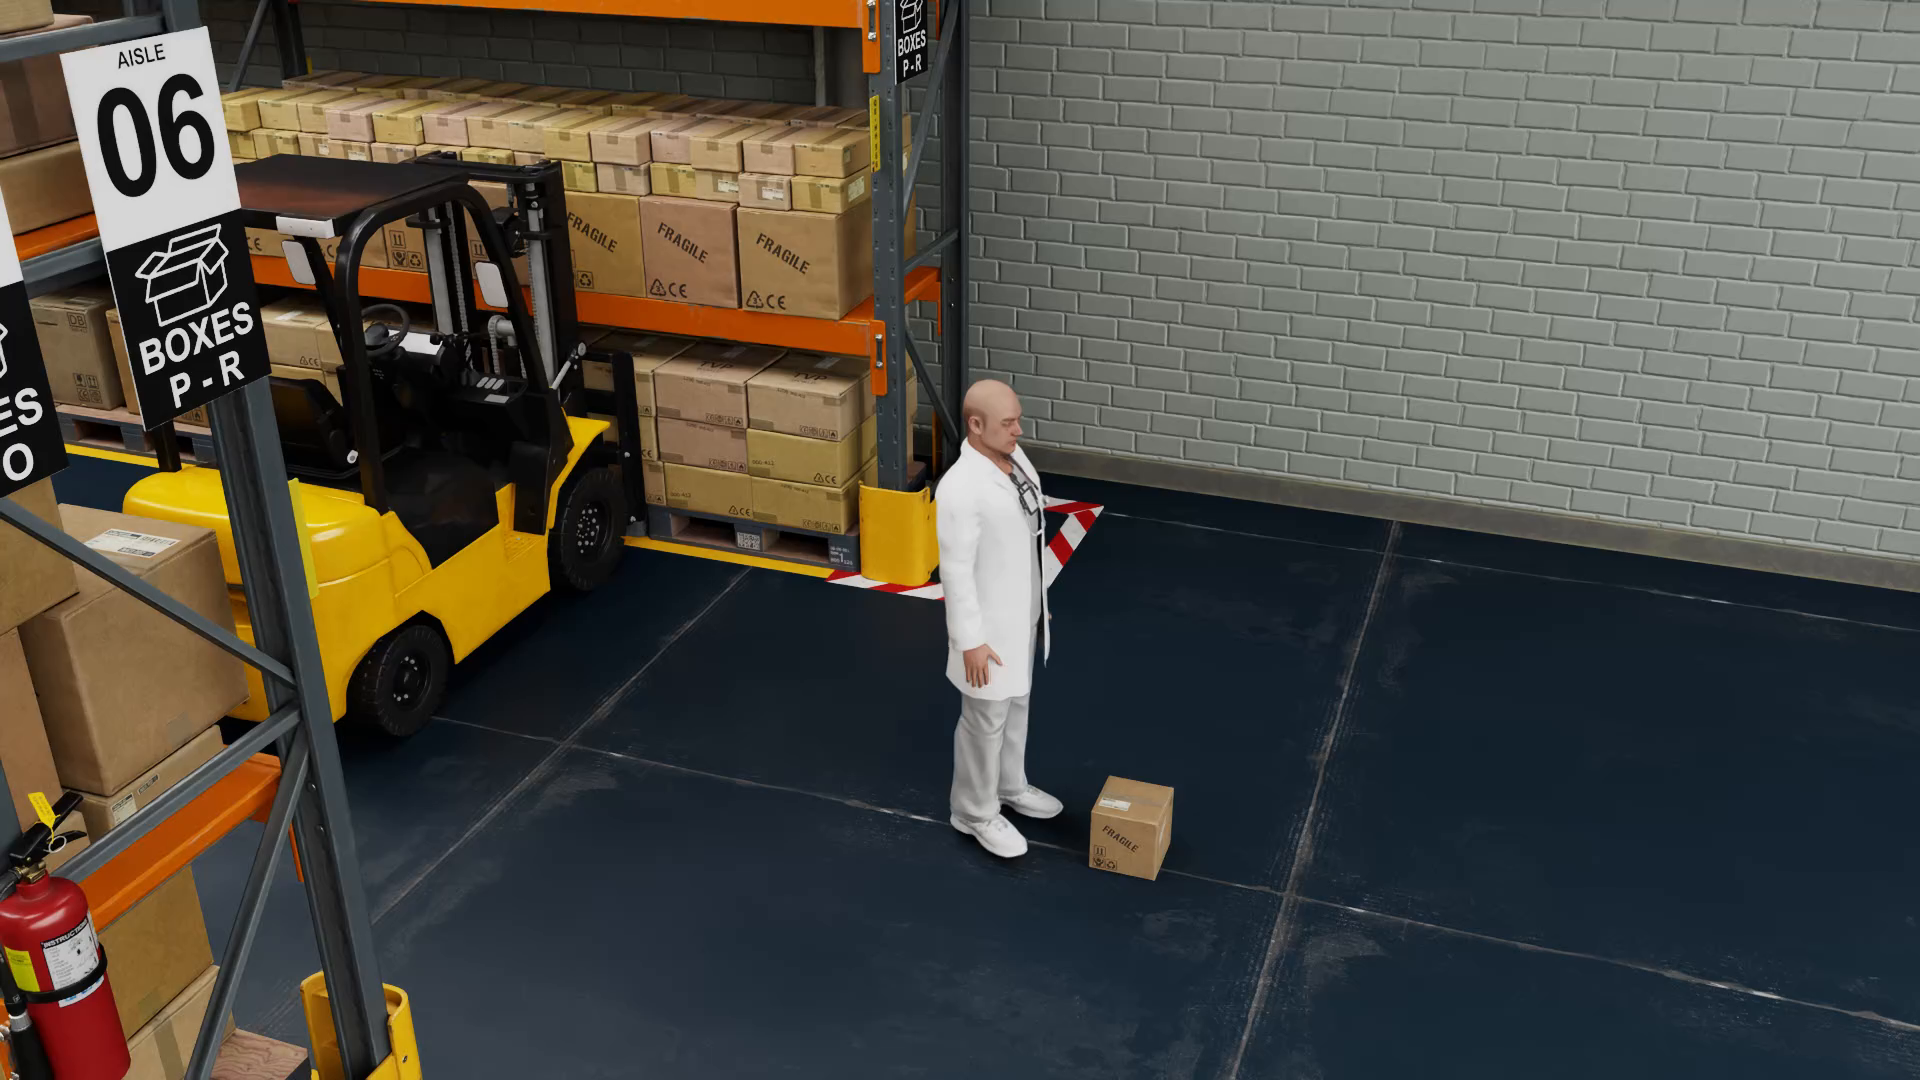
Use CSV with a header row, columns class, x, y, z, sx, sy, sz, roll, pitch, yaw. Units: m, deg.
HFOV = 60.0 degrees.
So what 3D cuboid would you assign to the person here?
class,x,y,z,sx,sy,sz,roll,pitch,yaw
person,0.156,0.325,5.983,0.386,1.696,0.588,11,28,22
